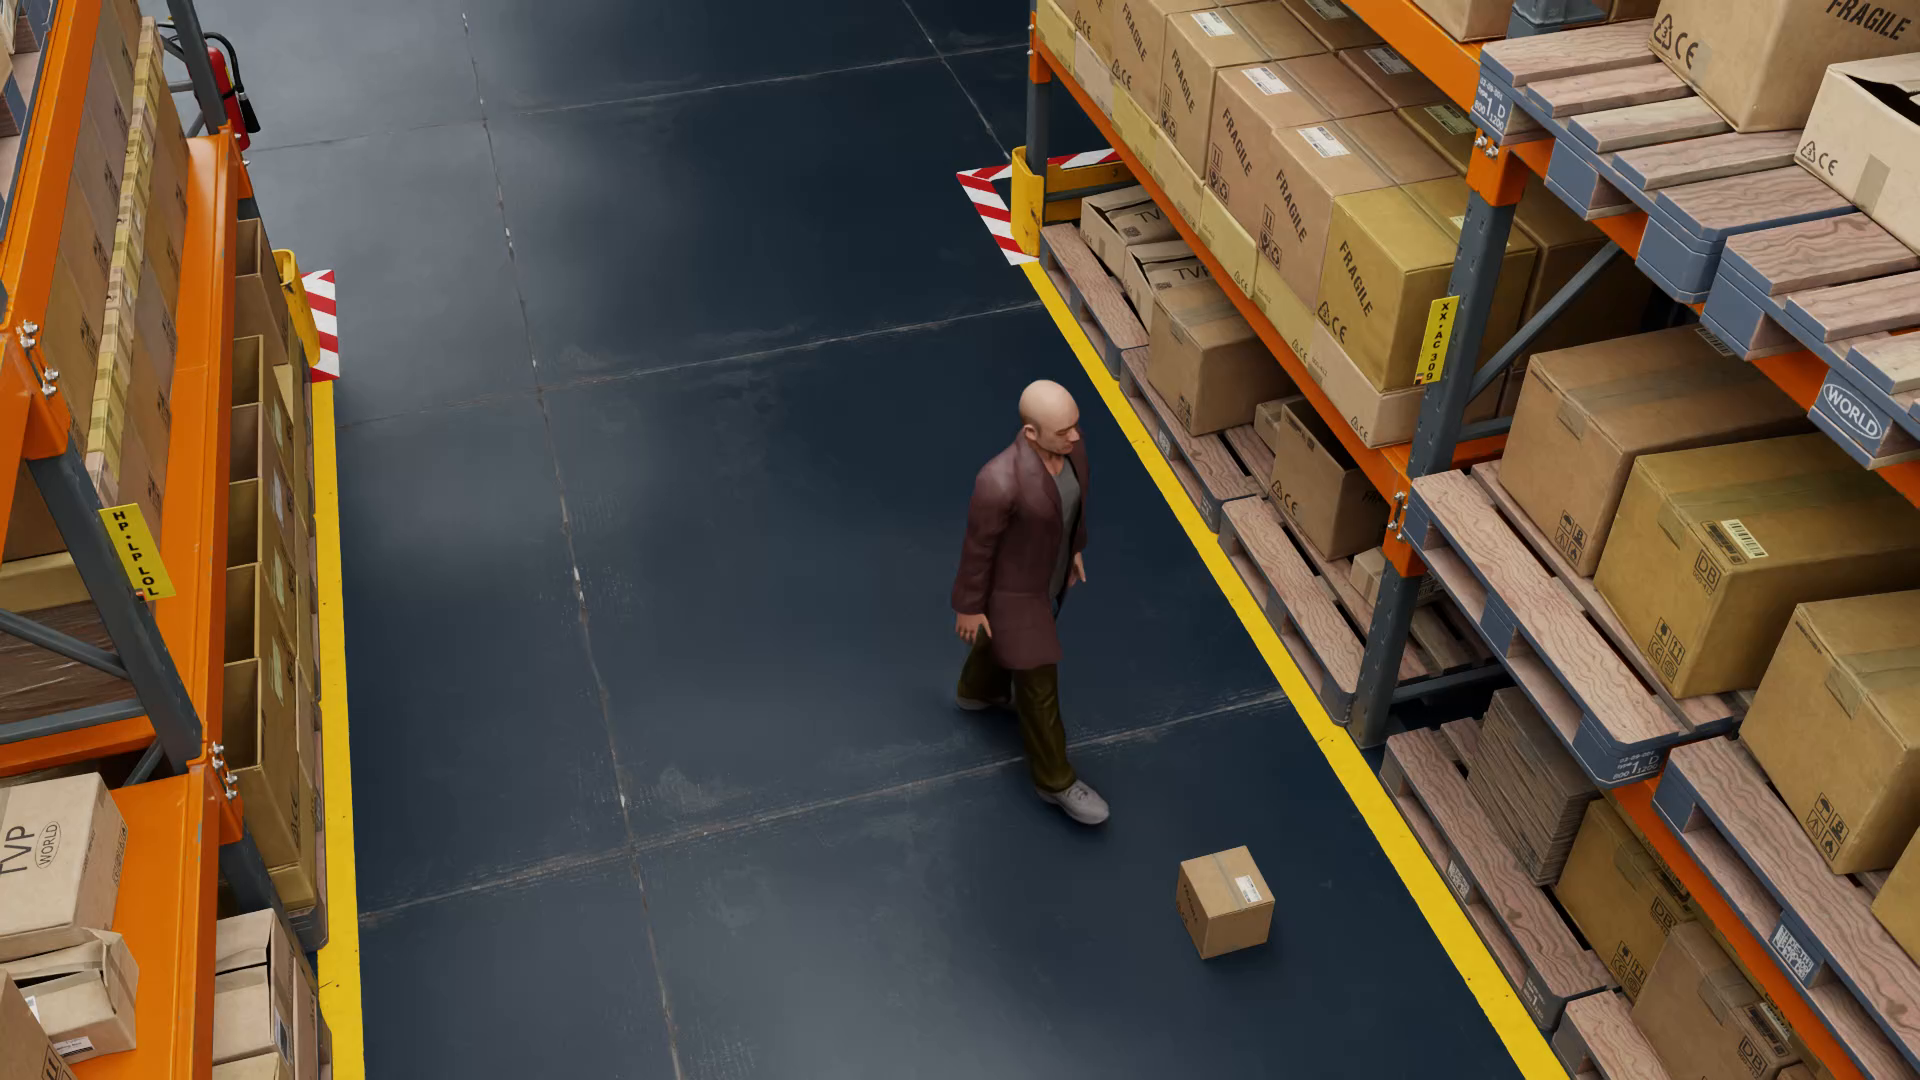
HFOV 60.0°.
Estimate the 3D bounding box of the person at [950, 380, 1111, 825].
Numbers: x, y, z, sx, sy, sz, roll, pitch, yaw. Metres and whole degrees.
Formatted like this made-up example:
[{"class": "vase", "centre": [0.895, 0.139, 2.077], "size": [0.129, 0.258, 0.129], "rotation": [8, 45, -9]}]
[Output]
[{"class": "person", "centre": [0.323, 0.168, 5.963], "size": [0.857, 1.754, 0.616], "rotation": [23, 47, 24]}]
